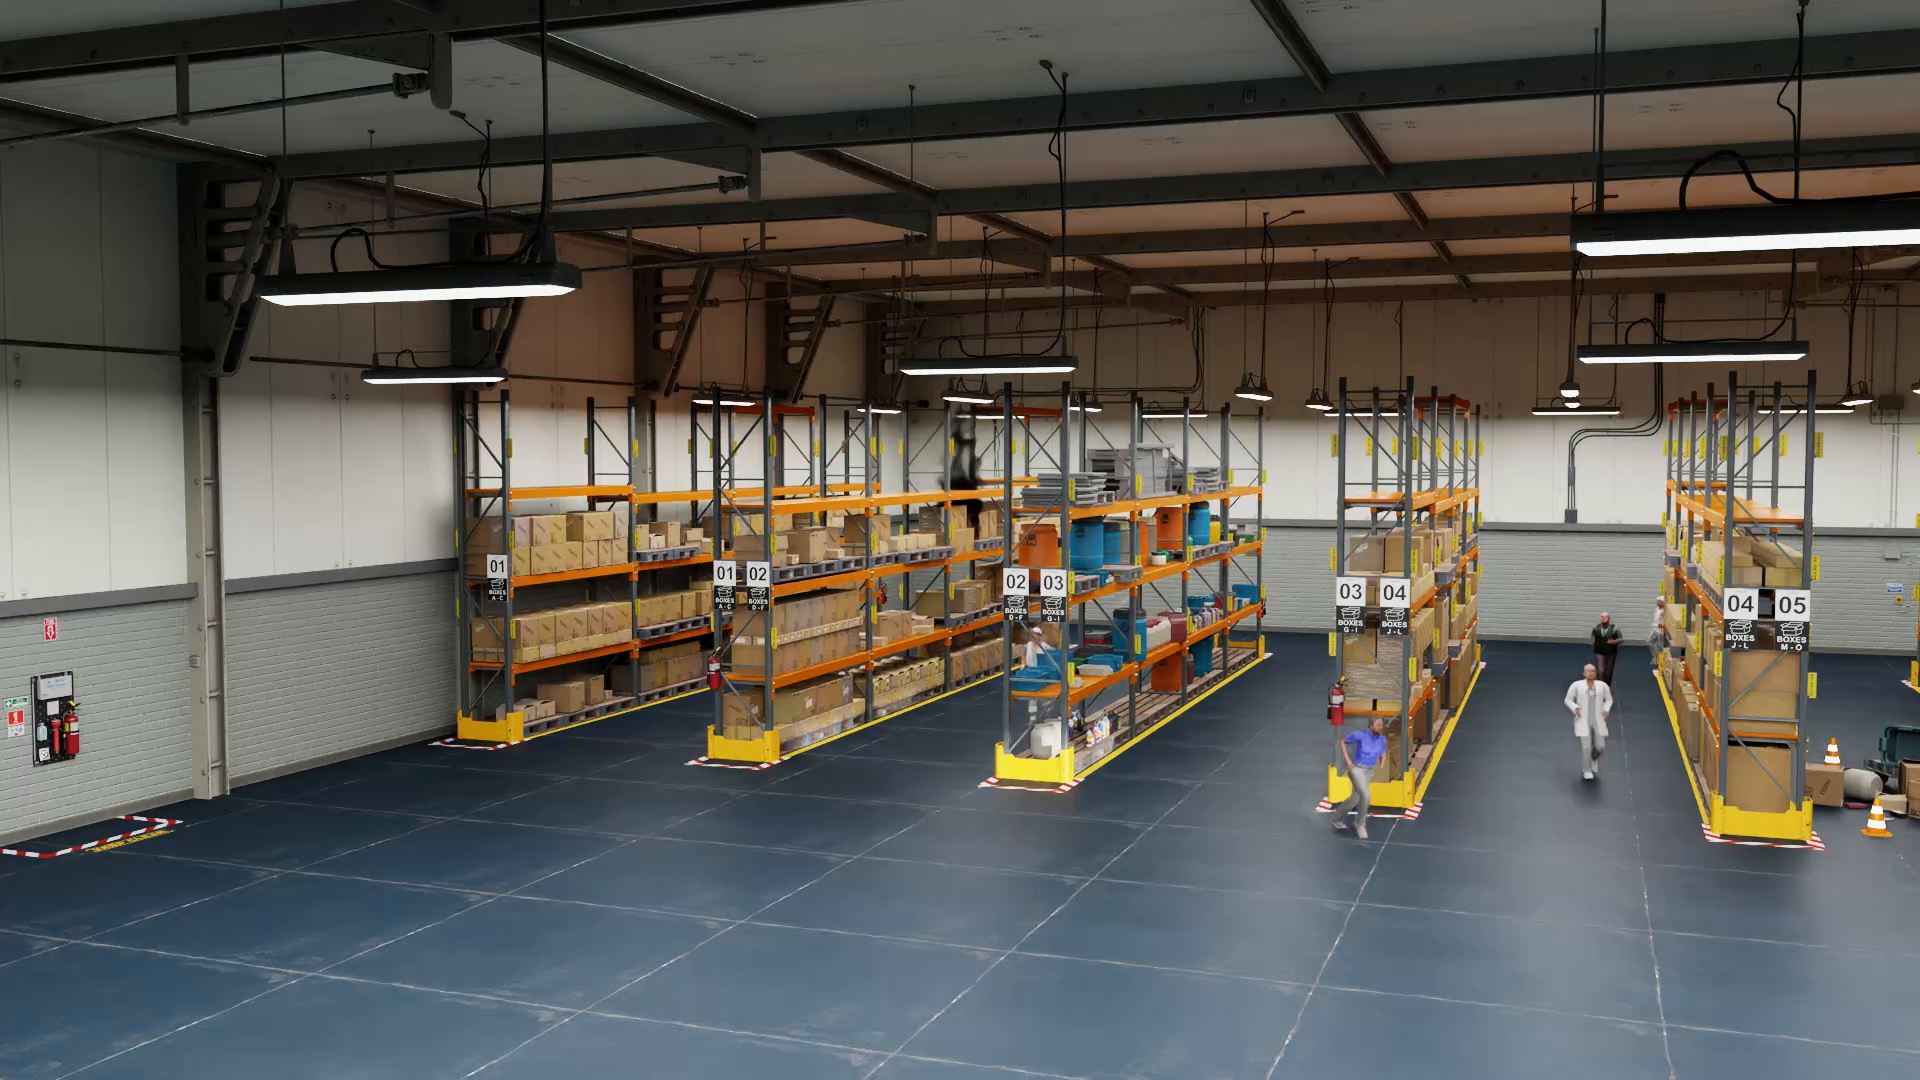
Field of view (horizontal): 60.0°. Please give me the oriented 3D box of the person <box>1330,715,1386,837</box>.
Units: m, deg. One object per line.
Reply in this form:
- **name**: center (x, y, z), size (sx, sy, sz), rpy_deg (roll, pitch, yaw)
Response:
- **person**: center (5.215, 3.051, 21.617), size (0.572, 1.619, 0.808), rpy_deg (-2, 3, -26)

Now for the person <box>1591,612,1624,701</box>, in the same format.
- **person**: center (12.891, 2.314, 33.145), size (0.637, 1.749, 0.892), rpy_deg (1, 3, 25)

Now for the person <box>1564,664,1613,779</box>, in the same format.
- **person**: center (9.535, 2.788, 25.190), size (0.706, 1.642, 0.663), rpy_deg (1, 3, 10)

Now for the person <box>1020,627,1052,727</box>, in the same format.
- **person**: center (1.392, 2.455, 30.071), size (0.670, 1.769, 0.814), rpy_deg (1, 3, 22)

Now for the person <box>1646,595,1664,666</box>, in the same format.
- **person**: center (16.007, 2.068, 37.859), size (0.641, 1.698, 0.852), rpy_deg (1, 3, 9)
